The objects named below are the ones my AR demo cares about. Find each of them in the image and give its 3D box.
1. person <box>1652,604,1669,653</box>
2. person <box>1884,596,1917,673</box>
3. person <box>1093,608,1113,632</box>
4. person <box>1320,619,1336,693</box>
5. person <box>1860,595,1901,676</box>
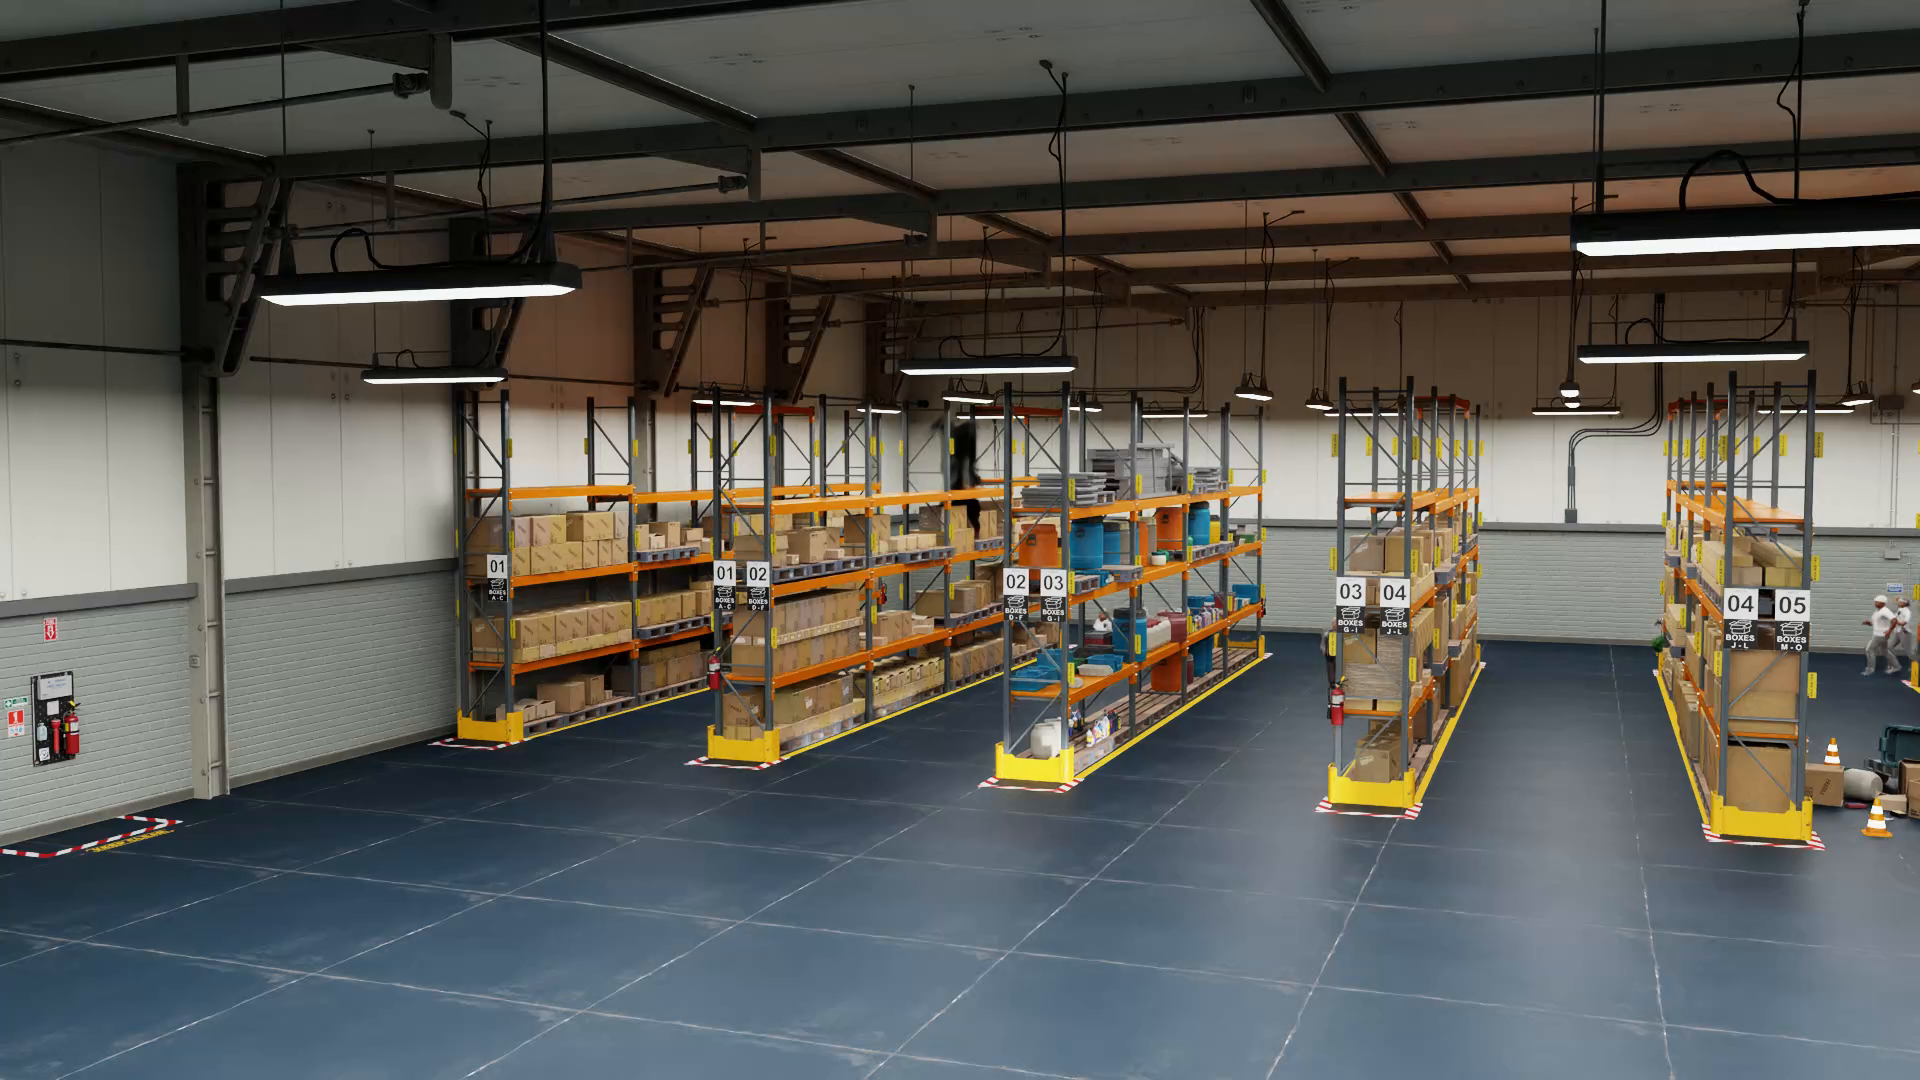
[{"bbox_3d":[16.099,2.076,37.756,0.682,1.705,0.778,1,3,19],"label":"person"},{"bbox_3d":[20.991,2.120,37.017,0.772,1.758,0.546,0,3,6],"label":"person"},{"bbox_3d":[3.011,2.256,35.031,0.580,1.658,0.638,2,4,28],"label":"person"},{"bbox_3d":[7.364,2.365,32.476,0.651,1.702,0.876,1,3,18],"label":"person"},{"bbox_3d":[20.203,2.109,36.453,0.804,1.802,0.732,2,4,27],"label":"person"}]
